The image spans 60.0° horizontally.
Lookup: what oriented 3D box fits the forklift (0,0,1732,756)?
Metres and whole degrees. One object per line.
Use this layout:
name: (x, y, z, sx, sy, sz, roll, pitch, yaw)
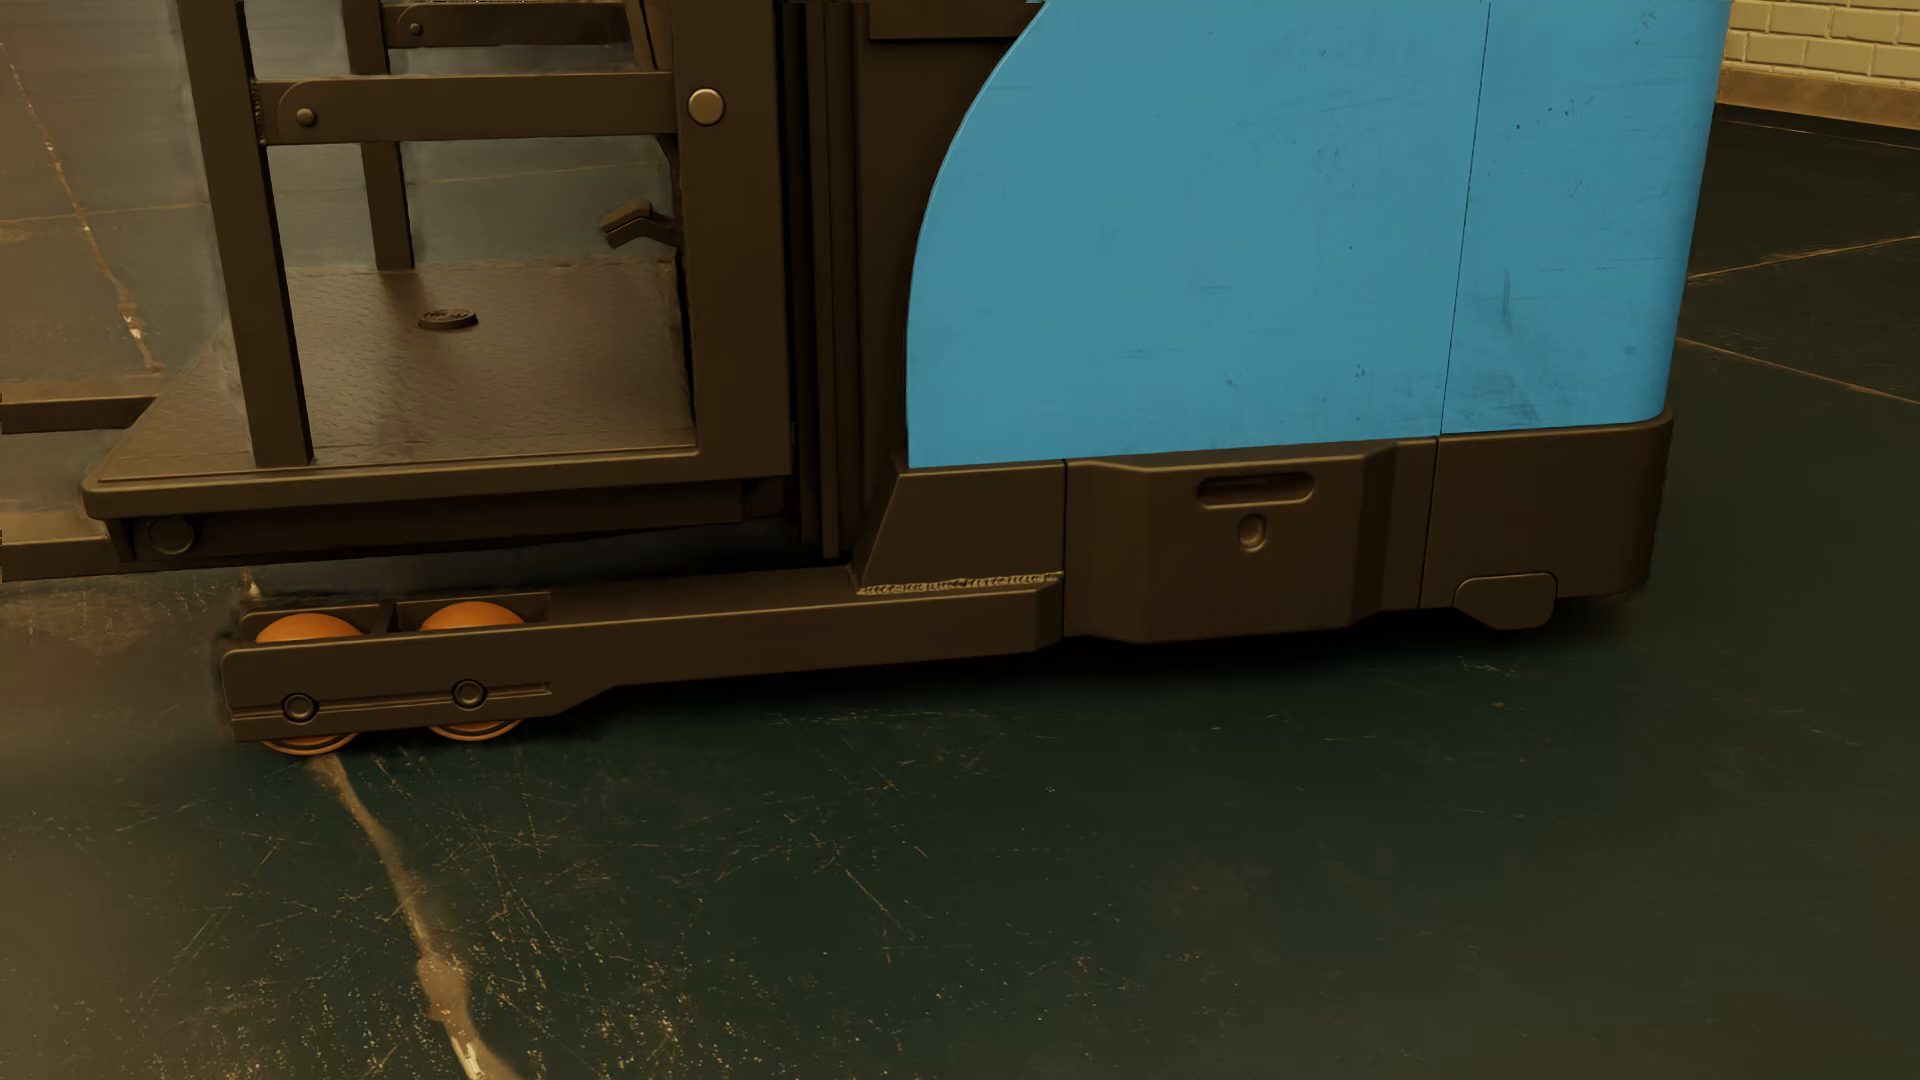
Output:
forklift: (-0.600, -1.314, 1.976, 3.031, 2.935, 1.130, -4, 23, -10)
